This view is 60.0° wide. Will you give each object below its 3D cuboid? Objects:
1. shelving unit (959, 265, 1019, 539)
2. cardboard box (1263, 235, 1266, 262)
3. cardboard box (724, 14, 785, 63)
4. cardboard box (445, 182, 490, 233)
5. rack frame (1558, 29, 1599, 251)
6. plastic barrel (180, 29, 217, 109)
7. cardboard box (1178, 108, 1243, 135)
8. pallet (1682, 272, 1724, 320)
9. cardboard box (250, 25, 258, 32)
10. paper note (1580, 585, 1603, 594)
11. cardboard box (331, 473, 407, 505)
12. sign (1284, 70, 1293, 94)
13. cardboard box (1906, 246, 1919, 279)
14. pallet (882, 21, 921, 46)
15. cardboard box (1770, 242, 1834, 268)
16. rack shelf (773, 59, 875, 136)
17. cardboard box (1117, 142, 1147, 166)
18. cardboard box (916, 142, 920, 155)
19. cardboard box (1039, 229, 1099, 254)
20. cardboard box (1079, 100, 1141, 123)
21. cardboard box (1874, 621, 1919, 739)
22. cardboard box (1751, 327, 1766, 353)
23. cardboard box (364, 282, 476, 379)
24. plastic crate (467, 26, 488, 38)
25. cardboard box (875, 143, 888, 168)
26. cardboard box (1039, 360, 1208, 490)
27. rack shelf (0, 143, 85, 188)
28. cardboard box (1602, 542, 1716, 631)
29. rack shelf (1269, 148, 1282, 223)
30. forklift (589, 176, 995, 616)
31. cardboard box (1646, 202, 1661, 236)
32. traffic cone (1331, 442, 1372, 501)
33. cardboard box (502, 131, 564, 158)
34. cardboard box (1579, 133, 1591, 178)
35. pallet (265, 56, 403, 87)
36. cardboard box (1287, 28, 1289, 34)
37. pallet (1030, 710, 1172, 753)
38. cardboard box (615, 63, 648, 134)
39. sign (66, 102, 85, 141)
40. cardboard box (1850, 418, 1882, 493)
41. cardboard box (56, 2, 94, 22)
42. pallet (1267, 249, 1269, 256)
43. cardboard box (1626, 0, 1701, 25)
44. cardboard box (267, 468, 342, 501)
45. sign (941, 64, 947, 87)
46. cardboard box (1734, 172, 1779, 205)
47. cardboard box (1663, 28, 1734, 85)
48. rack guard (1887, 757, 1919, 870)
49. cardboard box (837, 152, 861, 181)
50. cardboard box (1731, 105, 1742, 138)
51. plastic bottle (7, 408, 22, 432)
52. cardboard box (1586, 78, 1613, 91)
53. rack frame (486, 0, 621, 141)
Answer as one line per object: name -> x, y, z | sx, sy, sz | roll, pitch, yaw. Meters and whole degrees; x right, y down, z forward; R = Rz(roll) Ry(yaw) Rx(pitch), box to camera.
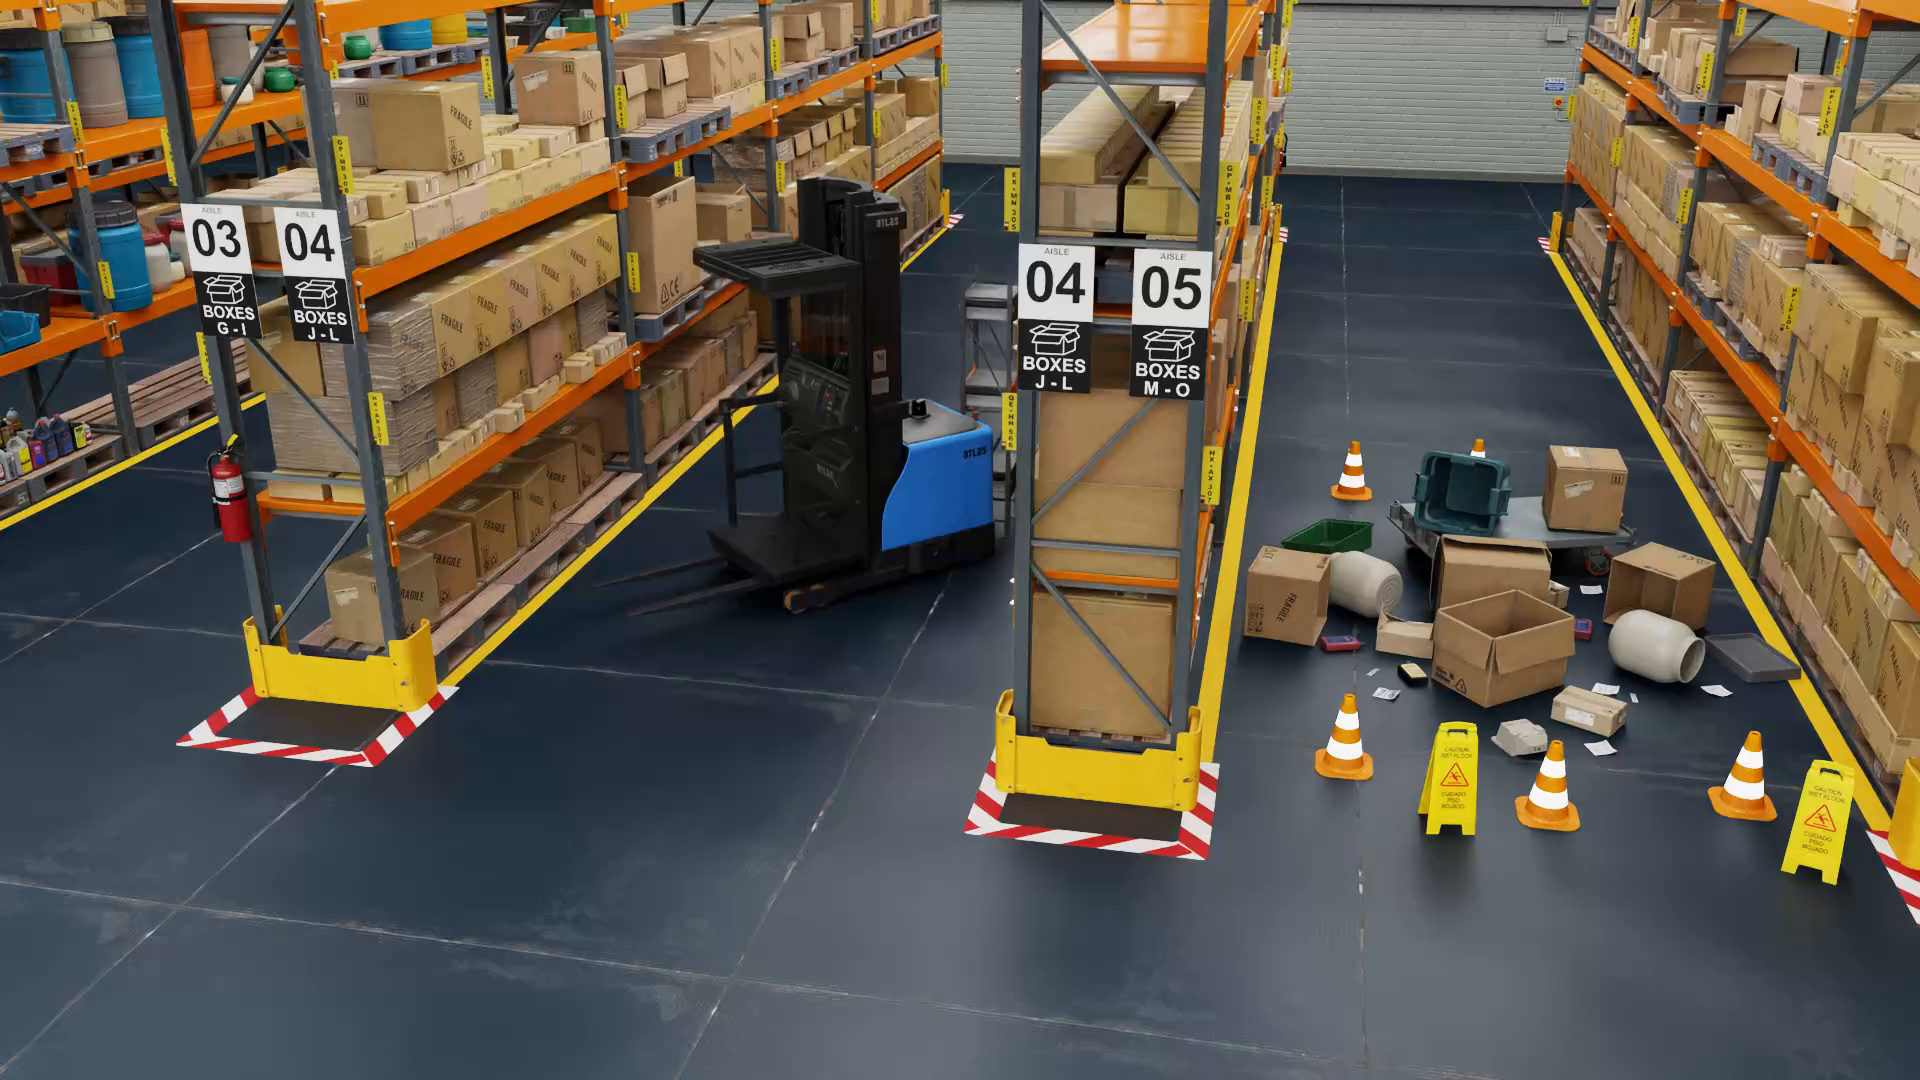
shelving unit -> 0.254, -1.089, 13.246 | 0.431, 2.100, 0.503 | 5, 22, 12
cardboard box -> 3.352, -3.433, 19.641 | 0.500, 0.250, 0.500 | 4, 22, 9
cardboard box -> -2.251, -5.477, 18.226 | 0.500, 0.500, 0.500 | 6, 23, 14
cardboard box -> -3.472, -2.216, 11.026 | 0.500, 0.250, 0.500 | 4, 22, 11
rack frame -> 8.939, -5.464, 22.904 | 1.000, 3.000, 0.127 | 4, 22, 11
plastic barrel -> -7.757, -4.738, 16.514 | 0.600, 0.830, 0.708 | 4, 22, 11
cardboard box -> 1.552, -2.588, 10.321 | 0.380, 0.149, 0.250 | 5, 22, 12
pallet -> 7.266, -2.180, 15.008 | 1.213, 0.211, 1.003 | 4, 22, 11
cardboard box -> -10.626, -7.542, 24.250 | 0.500, 0.250, 0.500 | 4, 22, 11
paper note -> 4.712, 0.366, 12.404 | 0.148, 0.019, 0.142 | 4, 22, 11
cardboard box -> -3.736, -0.337, 10.511 | 0.380, 0.149, 0.250 | 4, 22, 11
sign -> 4.612, -6.438, 23.351 | 0.100, 0.325, 0.005 | 4, 22, 11
cardboard box -> 5.743, -1.604, 9.642 | 0.380, 0.149, 0.250 | 4, 22, 10
pallet -> -1.150, -6.850, 22.450 | 1.003, 0.211, 1.213 | 4, 22, 11
cardboard box -> 6.492, -2.194, 12.824 | 0.380, 0.149, 0.250 | 4, 22, 9
rack shelf -> -1.987, -5.082, 18.906 | 1.077, 0.370, 4.000 | 4, 22, 11
cardboard box -> 0.840, -2.220, 9.942 | 0.500, 0.250, 0.500 | 4, 22, 11
cardboard box -> -0.772, -5.479, 23.278 | 0.380, 0.149, 0.250 | 5, 22, 11
cardboard box -> 0.544, -1.616, 8.976 | 0.380, 0.149, 0.250 | 4, 22, 11
cardboard box -> 0.959, -2.728, 10.671 | 0.380, 0.149, 0.250 | 4, 22, 11
cardboard box -> 5.583, 0.808, 9.447 | 0.500, 0.500, 0.500 | 5, 22, 11
cardboard box -> 6.414, -1.555, 12.972 | 0.380, 0.149, 0.250 | 4, 22, 10
cardboard box -> -3.539, -1.378, 10.890 | 0.500, 0.500, 0.500 | 4, 22, 11
plastic crate -> -6.554, -6.805, 22.443 | 0.416, 0.233, 0.300 | 4, 22, 11
cardboard box -> -1.226, -4.976, 21.497 | 0.500, 0.250, 0.500 | 4, 22, 10
cardboard box -> 0.921, -0.656, 9.320 | 0.875, 0.550, 0.550 | 4, 22, 11
rack shelf -> -8.468, -2.534, 12.579 | 1.077, 0.370, 4.000 | 4, 22, 11
cardboard box -> 4.940, 0.372, 11.758 | 0.500, 0.500, 0.500 | -16, 27, -35
rack shelf -> 3.665, -4.739, 22.068 | 1.077, 0.370, 4.000 | 4, 22, 11
forklift -> -1.234, -1.054, 12.046 | 3.031, 2.935, 1.130 | -14, 26, -32
cardboard box -> 7.342, -3.273, 16.997 | 0.500, 0.250, 0.500 | 4, 22, 10
traffic cone -> 3.376, -0.614, 14.258 | 0.336, 0.463, 0.334 | 4, 22, 11
cardboard box -> -3.136, -2.904, 12.201 | 0.380, 0.149, 0.250 | 4, 22, 9
cardboard box -> 8.363, -4.985, 21.581 | 0.500, 0.500, 0.500 | 4, 22, 11
pallet -> -6.992, -5.247, 18.604 | 1.003, 0.211, 1.213 | 4, 22, 11
cardboard box -> 4.142, -6.752, 22.289 | 0.500, 0.250, 0.500 | 4, 22, 11
pallet -> 0.894, 1.043, 10.482 | 1.003, 0.211, 1.213 | 4, 22, 11
cardboard box -> -3.018, -3.629, 13.633 | 0.797, 0.503, 0.637 | 3, 22, 8
sign -> -7.523, -3.558, 14.144 | 0.100, 0.325, 0.005 | 4, 22, 11
cardboard box -> 5.849, -0.565, 10.210 | 0.500, 0.500, 0.500 | 5, 22, 12
cardboard box -> -11.565, -6.767, 21.295 | 0.600, 0.600, 0.600 | 4, 22, 10
pallet -> 3.857, -4.188, 23.470 | 1.003, 0.211, 1.213 | 4, 22, 11
cardboard box -> 8.367, -6.177, 19.826 | 0.797, 0.503, 0.637 | 6, 23, 15
cardboard box -> -4.171, -0.371, 10.596 | 0.380, 0.149, 0.250 | 4, 22, 11
sign -> -0.234, -6.820, 24.404 | 0.100, 0.325, 0.005 | 4, 22, 11
cardboard box -> 7.647, -3.210, 15.836 | 0.500, 0.500, 0.500 | 4, 22, 9
cardboard box -> 7.382, -4.837, 16.638 | 0.500, 0.500, 0.500 | 5, 22, 11
rack guard -> 5.690, 1.520, 8.911 | 1.175, 0.500, 0.348 | 4, 22, 11
cardboard box -> -1.514, -4.430, 20.205 | 0.500, 0.500, 0.500 | 5, 23, 13
cardboard box -> 7.024, -3.671, 14.619 | 0.396, 0.266, 0.258 | 4, 22, 11
plastic bottle -> -8.554, -1.063, 15.042 | 0.097, 0.271, 0.097 | 0, 22, 0
cardboard box -> 8.447, -5.978, 21.842 | 0.380, 0.149, 0.250 | 5, 23, 13
rack frame -> -3.211, -4.613, 12.762 | 1.000, 3.000, 0.127 | 4, 22, 11
